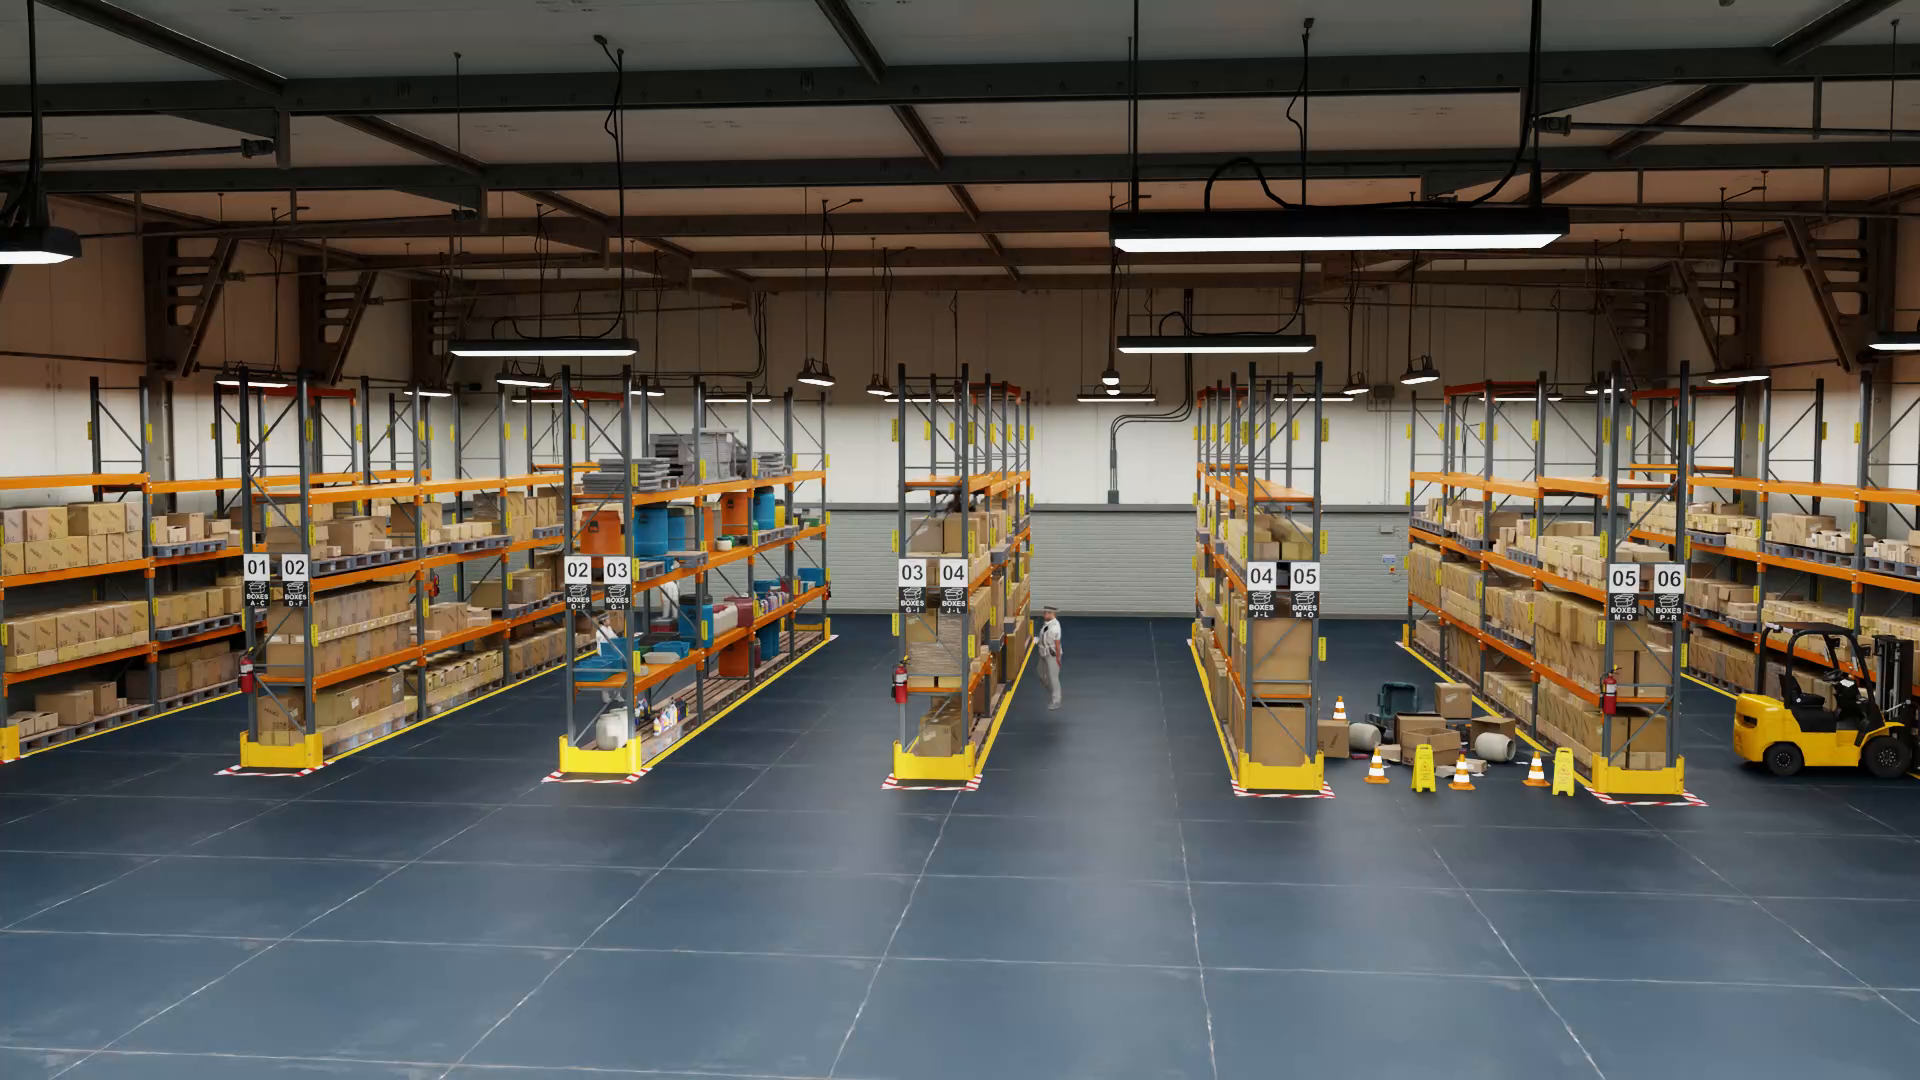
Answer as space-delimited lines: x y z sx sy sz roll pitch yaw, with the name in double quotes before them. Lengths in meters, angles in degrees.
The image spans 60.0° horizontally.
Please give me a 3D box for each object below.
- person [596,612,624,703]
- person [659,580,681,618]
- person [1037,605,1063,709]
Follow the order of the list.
"person" -6.542 2.184 30.971 0.388 1.694 0.542 3 5 41
"person" -7.207 1.519 41.299 0.514 1.646 0.497 -2 4 -30
"person" 1.574 2.005 28.603 0.436 1.777 0.625 -1 4 -12
